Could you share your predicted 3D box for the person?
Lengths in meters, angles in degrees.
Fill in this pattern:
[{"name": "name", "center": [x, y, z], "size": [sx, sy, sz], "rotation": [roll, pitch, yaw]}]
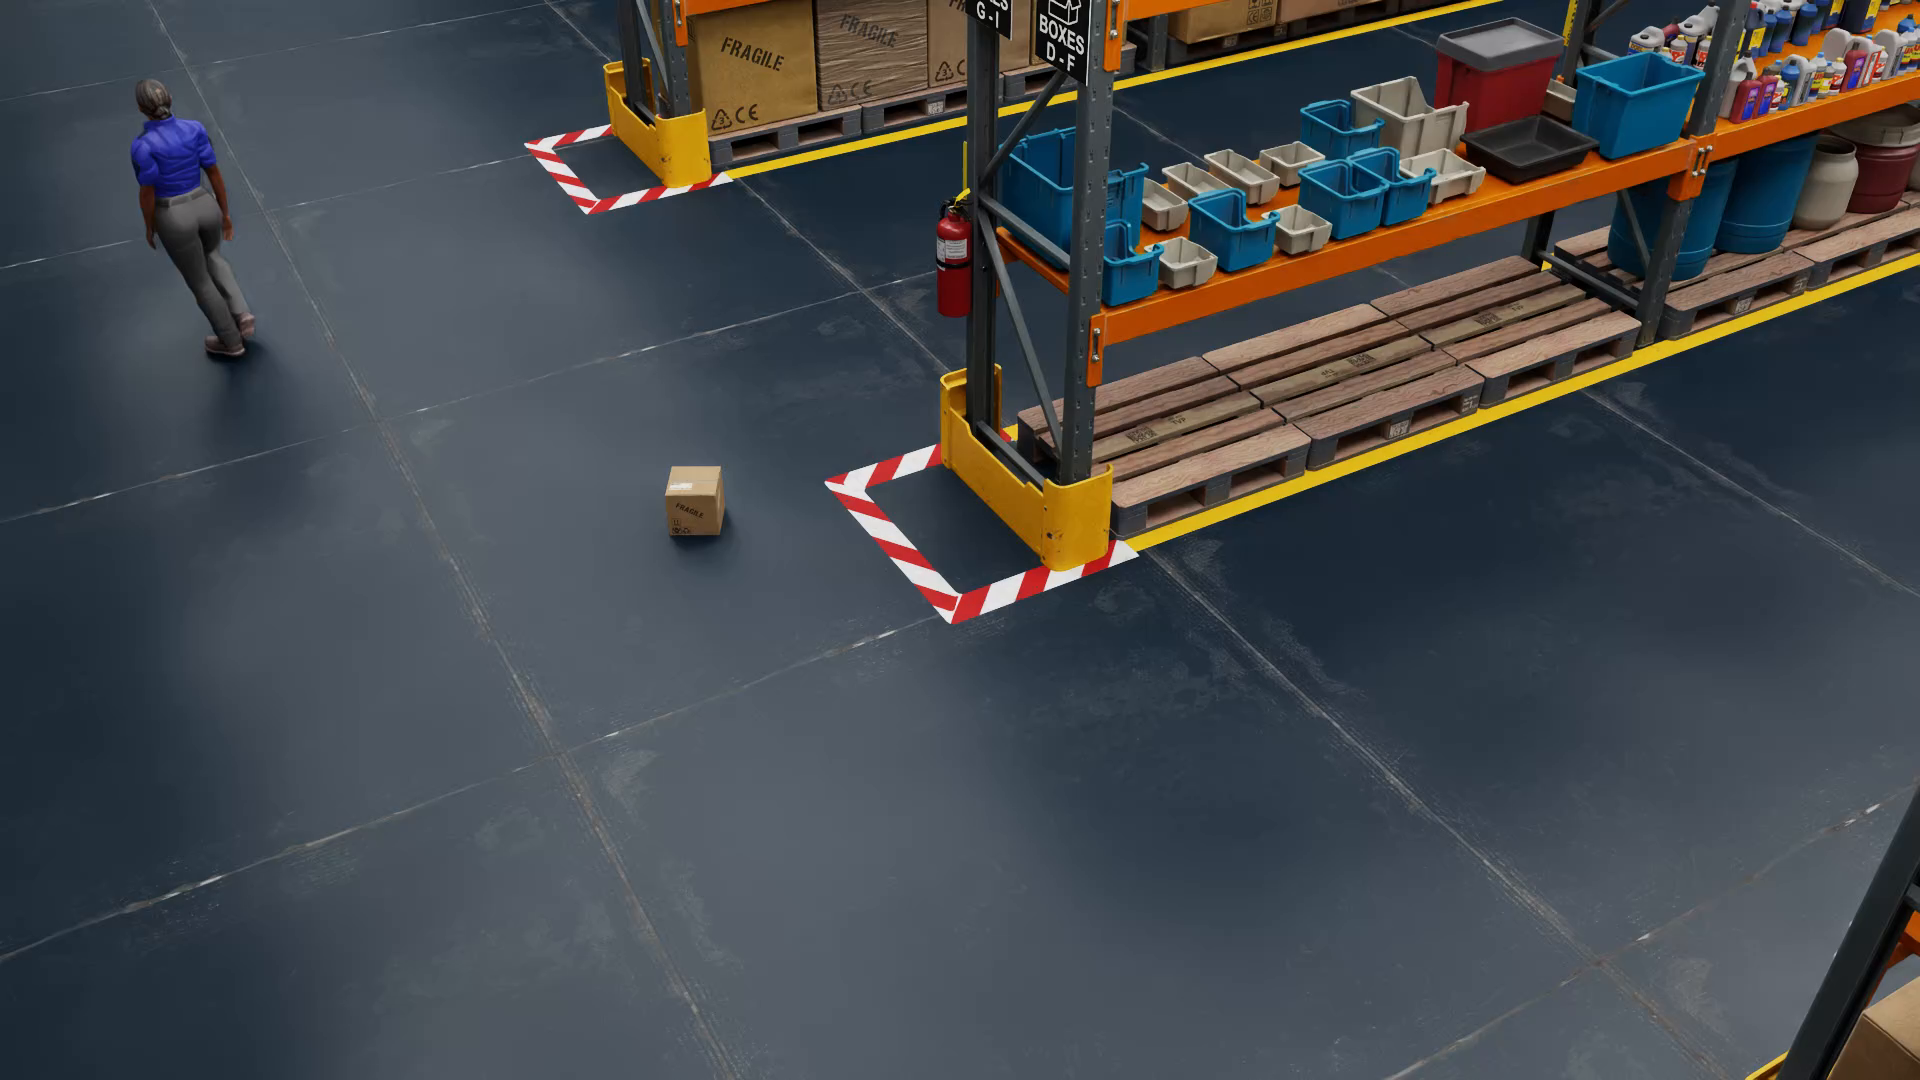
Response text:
[{"name": "person", "center": [-4.339, -1.786, 9.287], "size": [0.427, 1.680, 0.440], "rotation": [22, 42, 27]}]
